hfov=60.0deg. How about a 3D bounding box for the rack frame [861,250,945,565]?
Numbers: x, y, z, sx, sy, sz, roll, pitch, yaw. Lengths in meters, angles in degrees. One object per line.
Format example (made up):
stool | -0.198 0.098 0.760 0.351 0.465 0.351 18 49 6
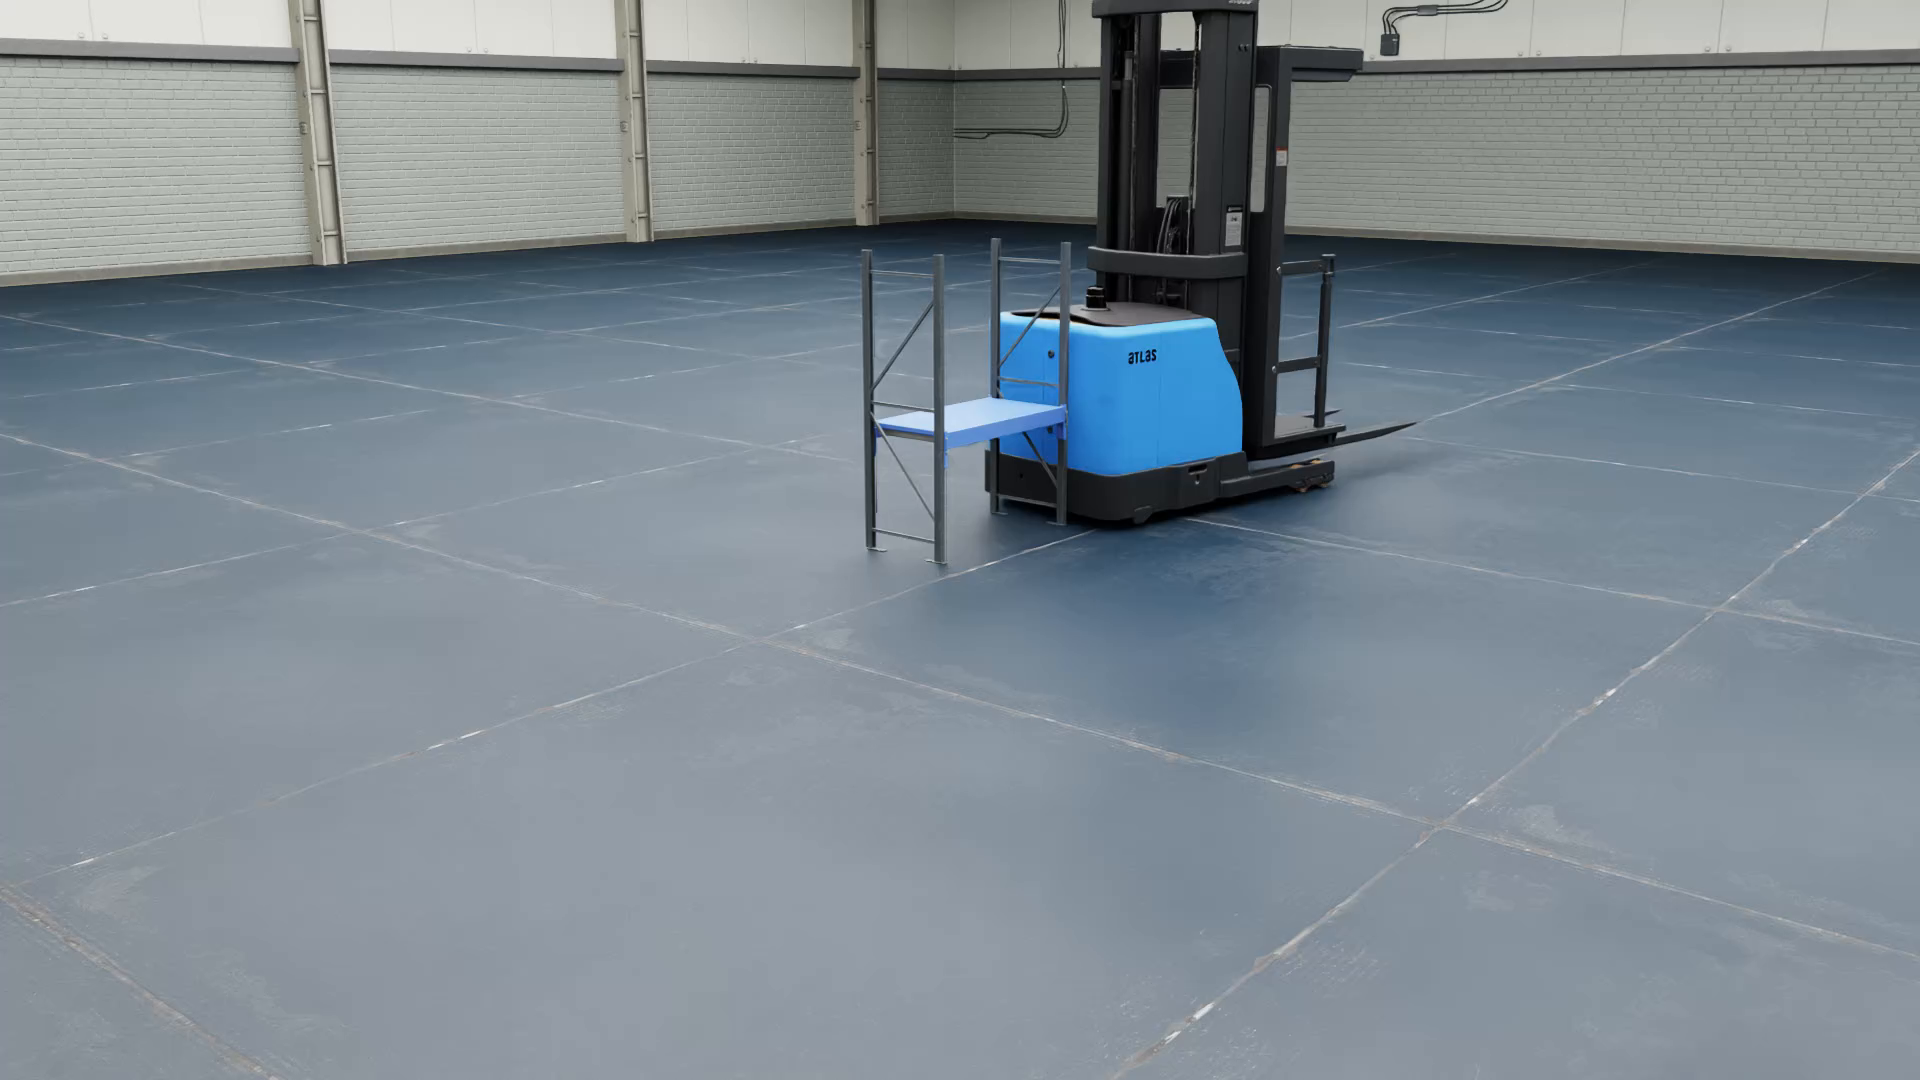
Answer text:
rack frame | -0.276 -0.645 8.116 0.500 1.500 0.032 11 18 38

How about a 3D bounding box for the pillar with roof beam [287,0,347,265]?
pillar with roof beam | -6.089 -7.832 21.178 9.100 9.000 0.400 11 18 38

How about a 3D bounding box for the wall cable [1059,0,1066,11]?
wall cable | 3.089 -11.680 32.374 3.097 2.526 0.112 11 18 38

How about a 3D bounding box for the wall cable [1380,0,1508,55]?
wall cable | 8.359 -11.332 28.048 2.305 6.003 0.169 11 18 38

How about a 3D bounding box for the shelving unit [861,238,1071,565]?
shelving unit | 0.046 -0.742 8.497 0.538 1.500 1.048 11 18 38

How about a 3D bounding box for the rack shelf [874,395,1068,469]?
rack shelf | 0.046 -0.568 8.541 0.538 0.185 1.000 11 18 38

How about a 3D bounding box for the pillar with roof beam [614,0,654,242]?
pillar with roof beam | -2.318 -8.981 25.701 9.100 9.000 0.400 11 18 38

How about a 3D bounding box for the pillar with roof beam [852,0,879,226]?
pillar with roof beam | 1.453 -10.130 30.224 9.100 9.000 0.400 11 18 38

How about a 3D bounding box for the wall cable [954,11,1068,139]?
wall cable | 0.985 -9.651 34.644 3.097 2.526 0.112 11 18 38

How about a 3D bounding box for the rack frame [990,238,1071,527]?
rack frame | 0.368 -0.839 8.878 0.500 1.500 0.032 11 18 38

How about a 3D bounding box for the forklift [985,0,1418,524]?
forklift | 1.585 -1.783 9.690 3.031 2.935 1.130 -12 19 -39
